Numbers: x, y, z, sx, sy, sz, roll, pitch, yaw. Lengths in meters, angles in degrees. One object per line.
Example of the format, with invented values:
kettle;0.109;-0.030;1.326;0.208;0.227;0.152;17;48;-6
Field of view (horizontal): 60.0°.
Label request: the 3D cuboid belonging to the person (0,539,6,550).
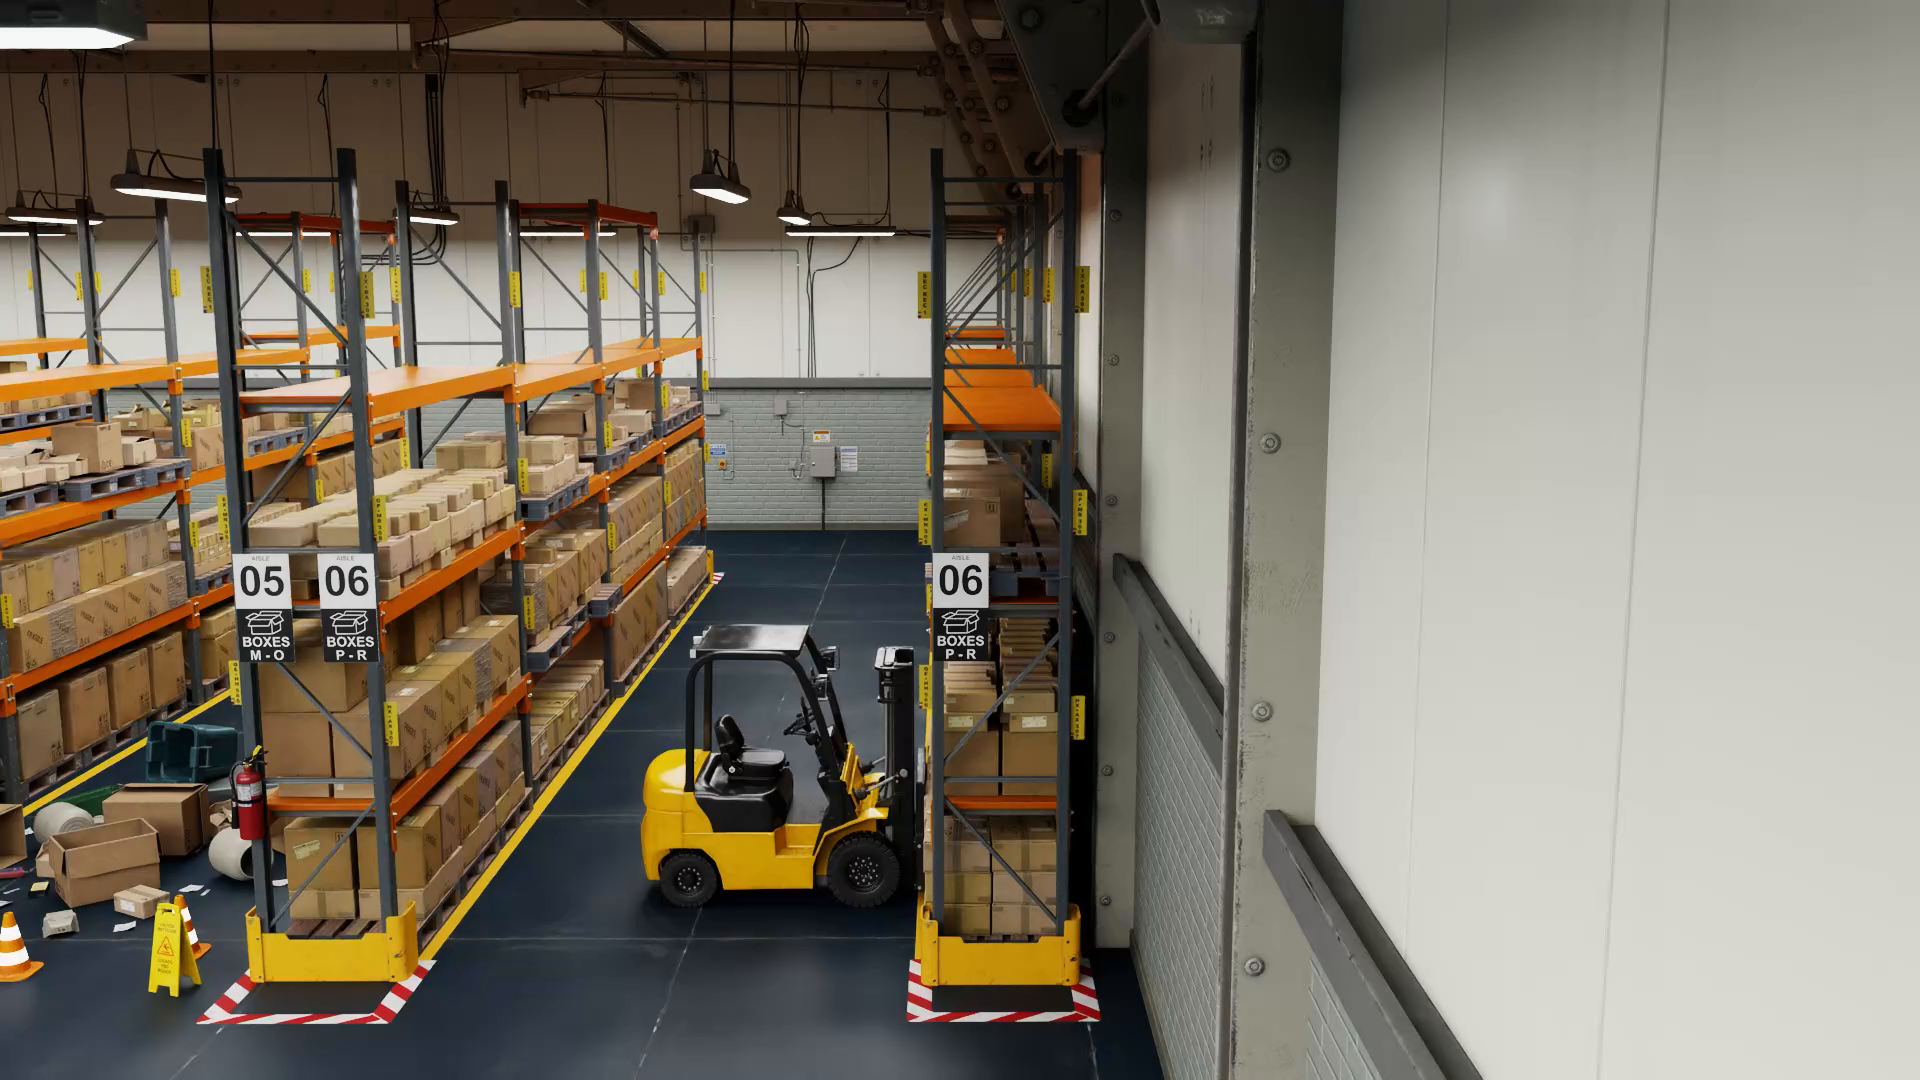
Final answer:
person;-12.778;0.790;22.180;0.637;1.766;0.708;-1;9;-3
